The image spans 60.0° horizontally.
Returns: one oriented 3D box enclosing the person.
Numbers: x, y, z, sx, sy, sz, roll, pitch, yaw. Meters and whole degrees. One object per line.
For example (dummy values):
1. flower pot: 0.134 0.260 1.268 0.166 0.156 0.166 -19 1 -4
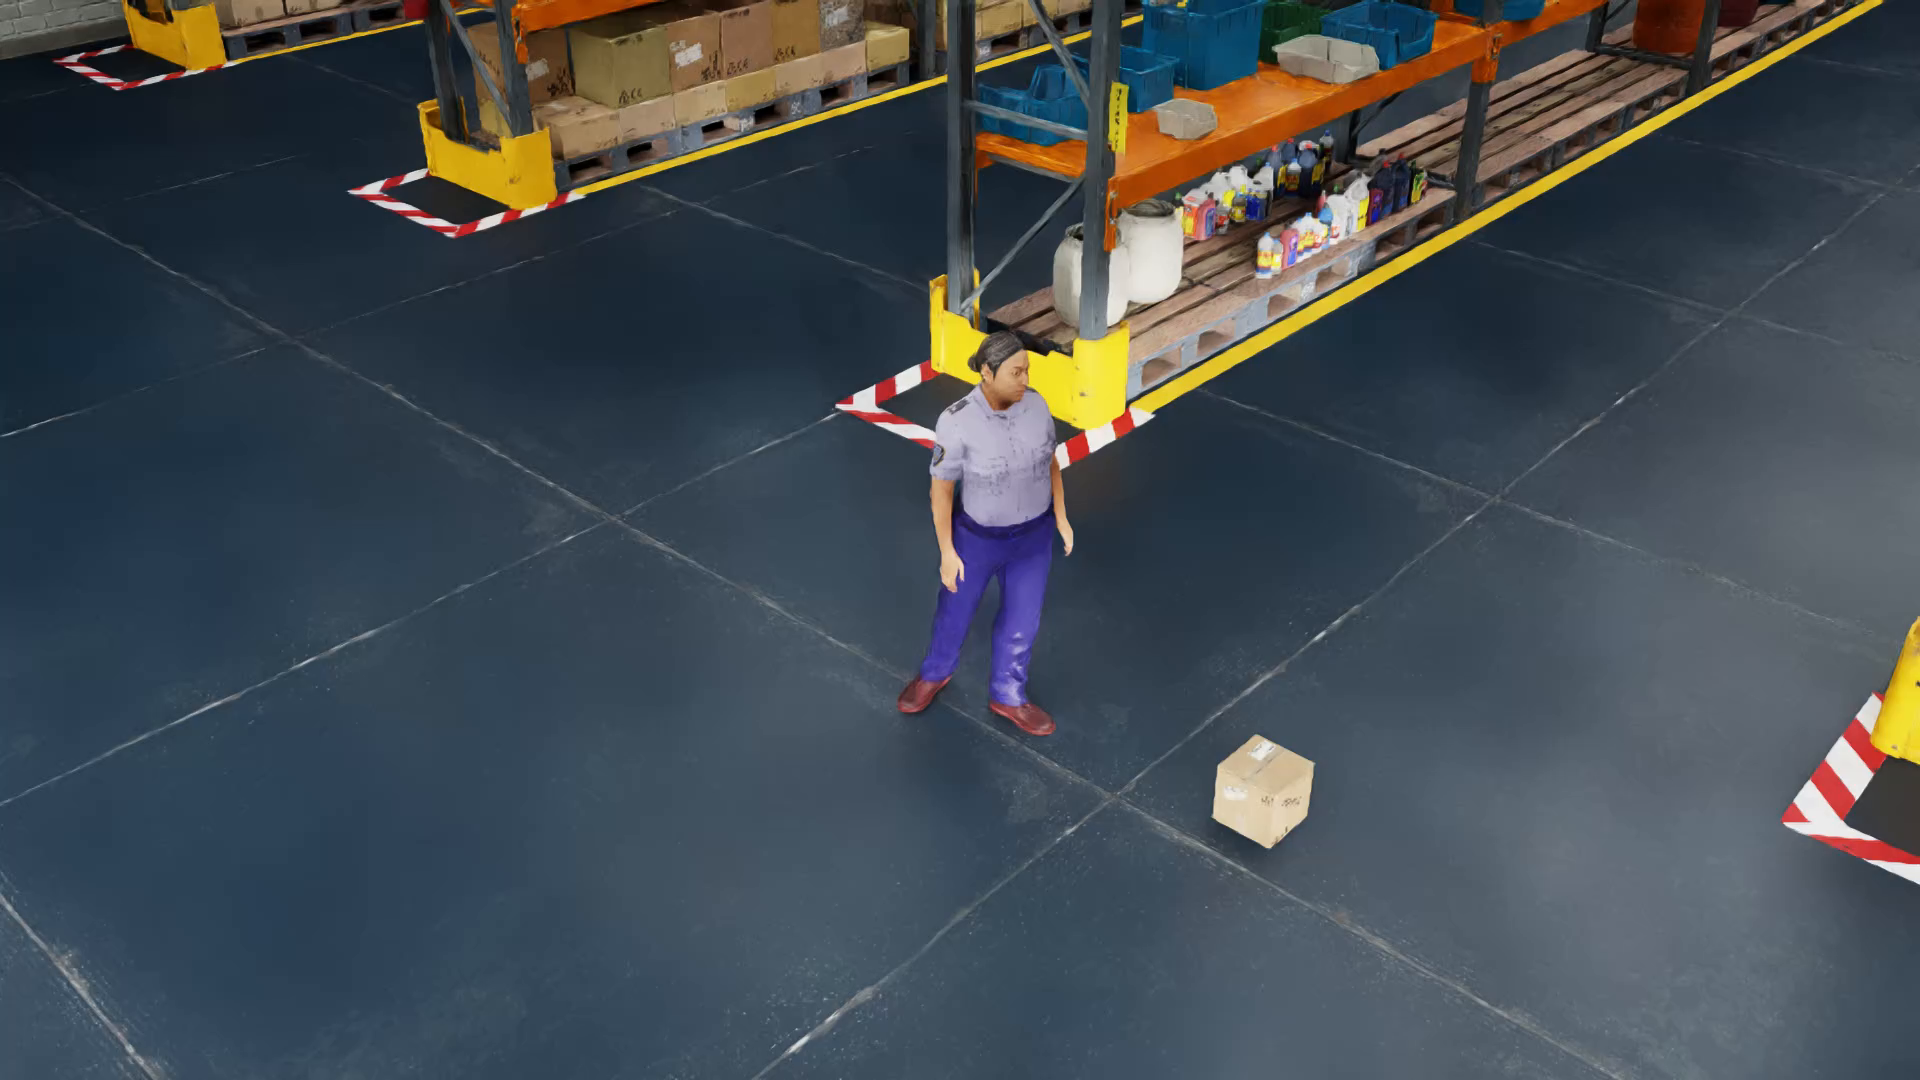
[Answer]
1. person: 0.102 -0.028 6.202 0.667 1.648 0.521 -14 34 -21
